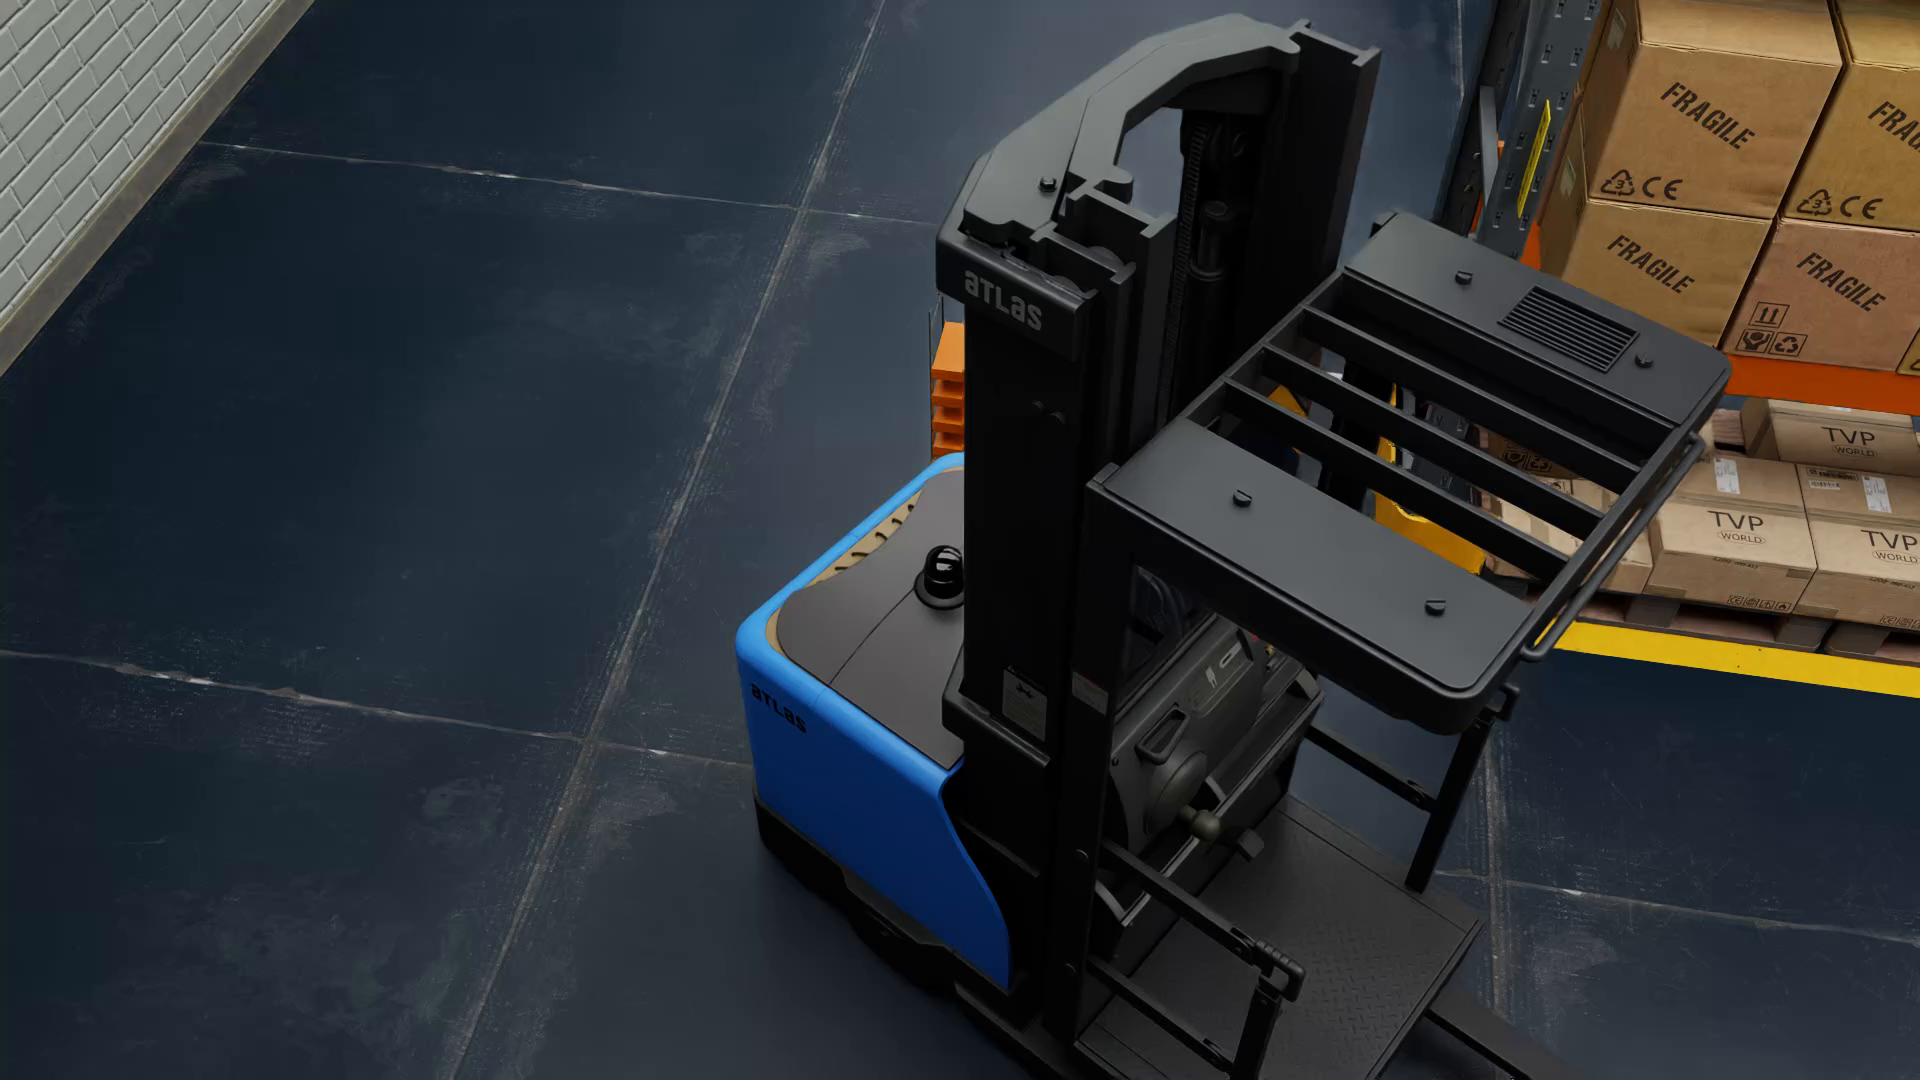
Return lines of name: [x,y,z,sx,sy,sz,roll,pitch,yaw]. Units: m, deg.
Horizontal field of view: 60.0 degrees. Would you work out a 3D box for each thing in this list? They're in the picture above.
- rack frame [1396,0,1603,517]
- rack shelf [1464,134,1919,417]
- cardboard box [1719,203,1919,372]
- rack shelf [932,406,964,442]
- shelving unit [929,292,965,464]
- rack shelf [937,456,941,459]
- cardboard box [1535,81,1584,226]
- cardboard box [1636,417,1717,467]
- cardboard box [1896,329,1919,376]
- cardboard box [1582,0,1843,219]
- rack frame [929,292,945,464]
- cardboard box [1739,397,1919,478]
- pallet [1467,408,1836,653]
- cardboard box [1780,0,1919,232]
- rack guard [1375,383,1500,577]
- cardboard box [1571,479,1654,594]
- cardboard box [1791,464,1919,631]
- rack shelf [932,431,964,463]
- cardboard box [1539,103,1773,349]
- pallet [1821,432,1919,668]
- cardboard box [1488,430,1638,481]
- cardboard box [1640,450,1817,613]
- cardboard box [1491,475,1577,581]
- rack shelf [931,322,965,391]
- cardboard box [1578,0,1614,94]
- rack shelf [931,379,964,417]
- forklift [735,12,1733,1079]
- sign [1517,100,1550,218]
rack frame: [1.681,-1.159,5.275,0.127,3.000,1.000,8,49,7]
rack shelf: [3.649,-0.654,5.305,4.000,0.370,1.077,8,49,7]
cardboard box: [2.579,-0.877,4.954,0.500,0.500,0.500,7,48,6]
rack shelf: [0.014,-0.450,5.746,0.180,0.103,0.258,8,49,7]
shelving unit: [0.014,-0.399,5.802,0.189,1.200,0.258,8,49,7]
rack shelf: [0.014,-0.289,5.924,0.180,0.103,0.258,8,49,7]
cardboard box: [2.170,-1.333,5.364,0.500,0.500,0.500,9,49,8]
cardboard box: [2.642,-0.348,6.155,0.250,0.166,0.380,8,49,7]
cardboard box: [3.072,-0.808,4.892,0.500,0.500,0.500,8,49,7]
cardboard box: [2.070,-1.275,4.640,0.500,0.500,0.500,9,49,8]
rack frame: [-0.076,-0.411,5.813,0.006,1.200,0.240,8,49,7]
cardboard box: [3.189,-0.348,6.099,0.500,0.250,0.500,8,49,7]
pallet: [2.540,-0.112,6.209,1.213,0.211,1.003,8,49,7]
cardboard box: [2.586,-1.212,4.583,0.500,0.500,0.500,8,49,7]
rack guard: [1.755,-0.314,6.196,0.348,0.500,1.175,8,49,7]
cardboard box: [2.278,-0.019,5.860,0.250,0.166,0.380,8,49,7]
cardboard box: [3.149,0.024,5.764,0.500,0.250,0.500,8,49,7]
rack shelf: [0.014,-0.369,5.835,0.180,0.103,0.258,8,49,7]
cardboard box: [2.070,-0.941,5.012,0.500,0.500,0.500,9,49,8]
pallet: [3.737,0.051,6.063,1.213,0.211,1.003,8,49,7]
cardboard box: [2.260,-0.579,6.139,0.500,0.500,0.500,8,49,7]
cardboard box: [2.657,-0.042,5.824,0.500,0.250,0.500,8,49,7]
cardboard box: [2.032,-0.047,5.896,0.250,0.149,0.380,8,49,7]
rack shelf: [0.014,-0.610,5.567,0.180,0.103,0.258,8,49,7]
cardboard box: [2.168,-1.669,4.994,0.500,0.500,0.500,7,48,6]
rack shelf: [0.014,-0.530,5.657,0.180,0.103,0.258,8,49,7]
forklift: [0.810,0.425,3.898,3.031,2.935,1.130,32,56,26]
sign: [1.584,-1.052,4.596,0.005,0.325,0.100,8,49,7]
